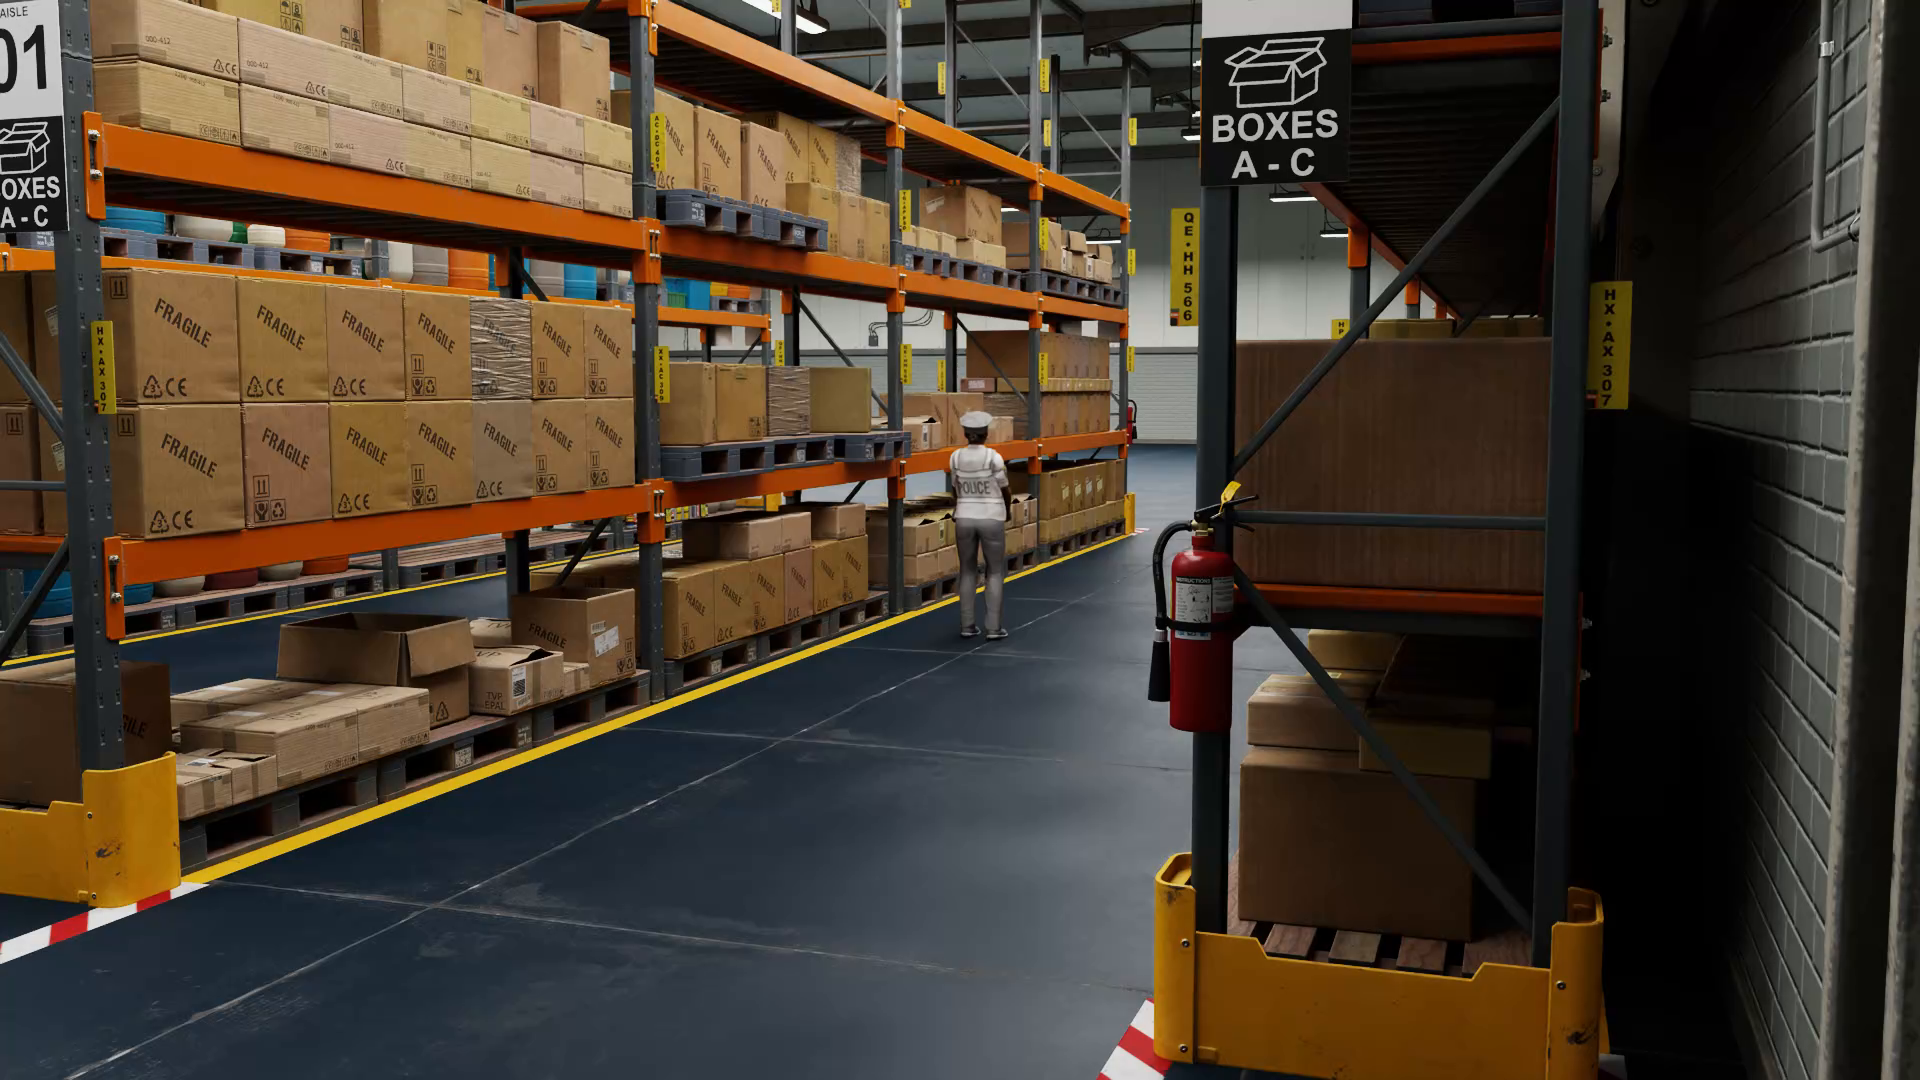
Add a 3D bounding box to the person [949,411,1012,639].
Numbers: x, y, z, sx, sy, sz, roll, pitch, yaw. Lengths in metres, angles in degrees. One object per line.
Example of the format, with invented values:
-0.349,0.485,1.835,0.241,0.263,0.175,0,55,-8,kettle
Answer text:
0.173,-0.117,12.379,0.450,1.690,0.514,2,6,18,person
